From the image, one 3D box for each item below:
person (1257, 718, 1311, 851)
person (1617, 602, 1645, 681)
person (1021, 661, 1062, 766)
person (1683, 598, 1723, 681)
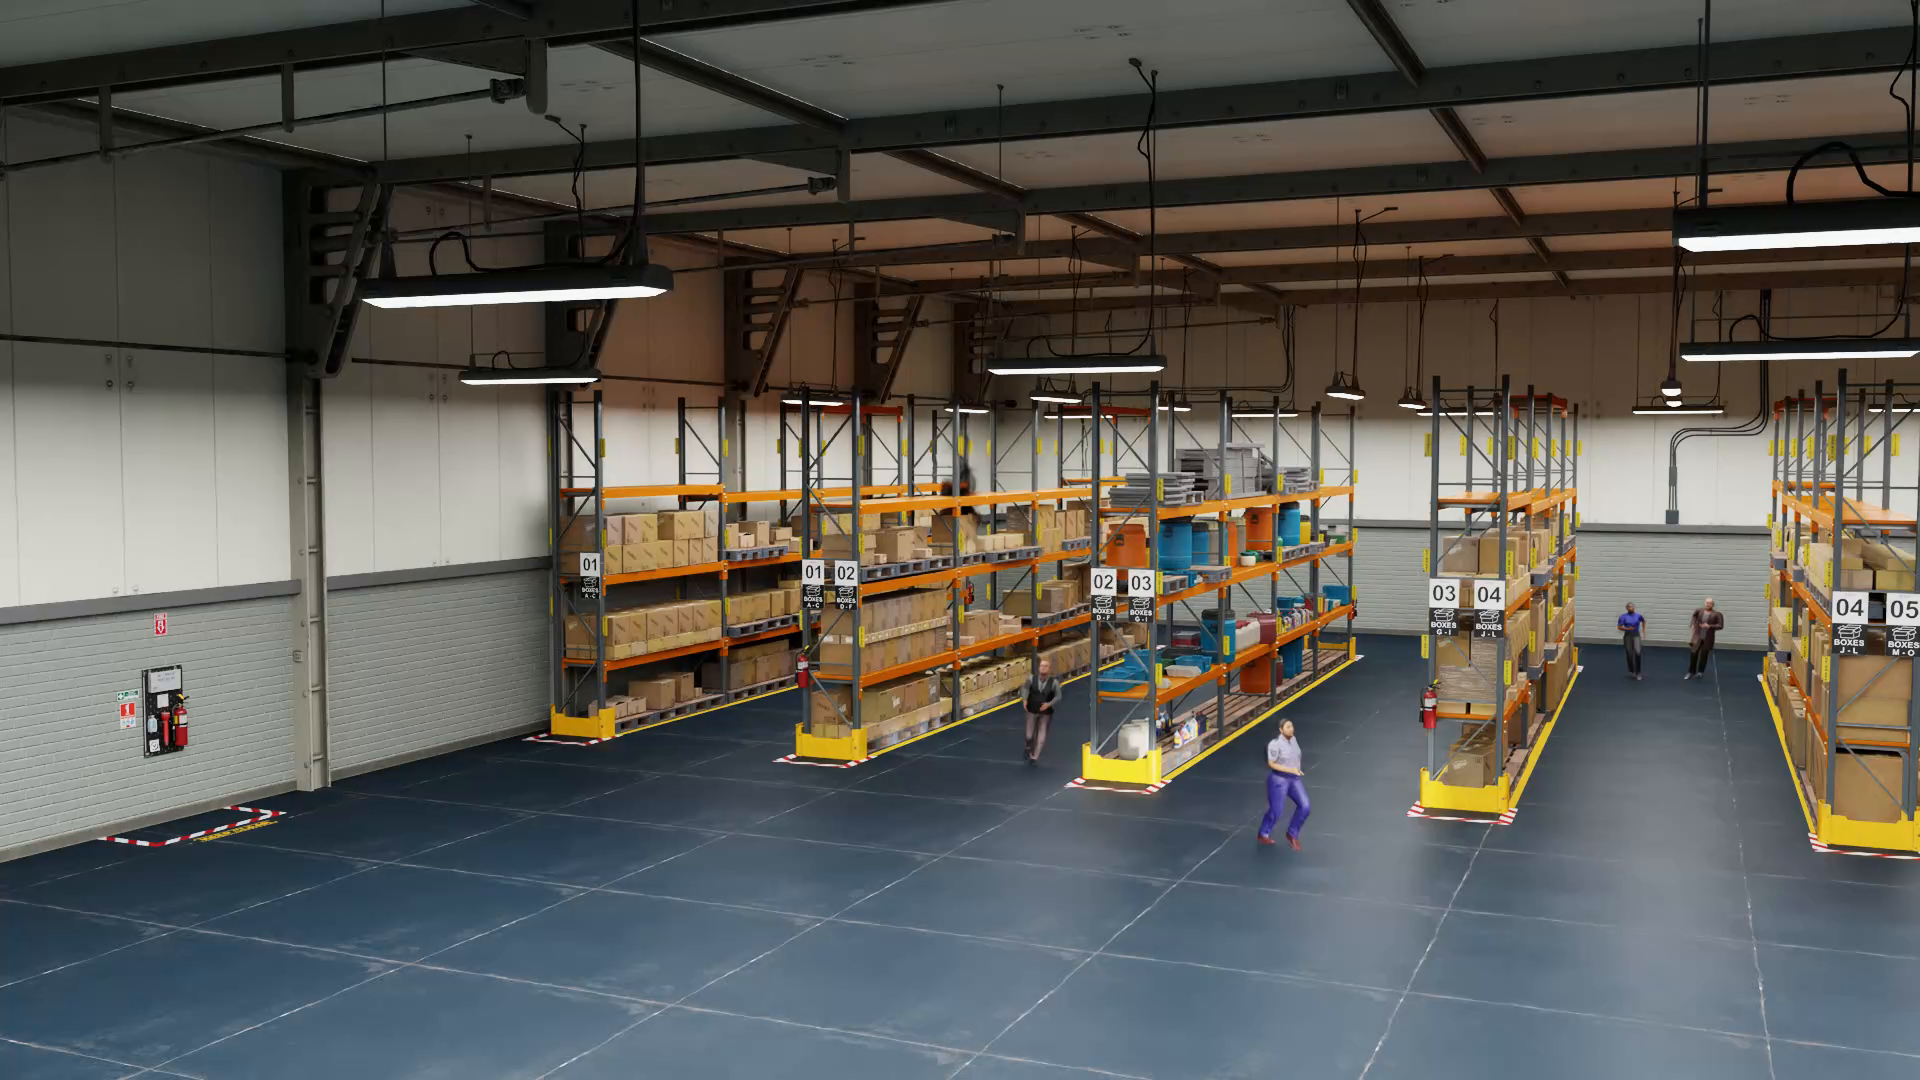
[{"bbox_3d":[4.038,3.051,20.757,0.529,1.676,0.720,-2,4,-32],"label":"person"},{"bbox_3d":[14.565,2.191,36.087,0.569,1.699,0.705,1,3,20],"label":"person"},{"bbox_3d":[1.276,2.723,26.159,0.667,1.667,0.527,0,3,7],"label":"person"},{"bbox_3d":[16.122,2.144,35.947,0.740,1.807,0.826,2,4,34],"label":"person"}]
